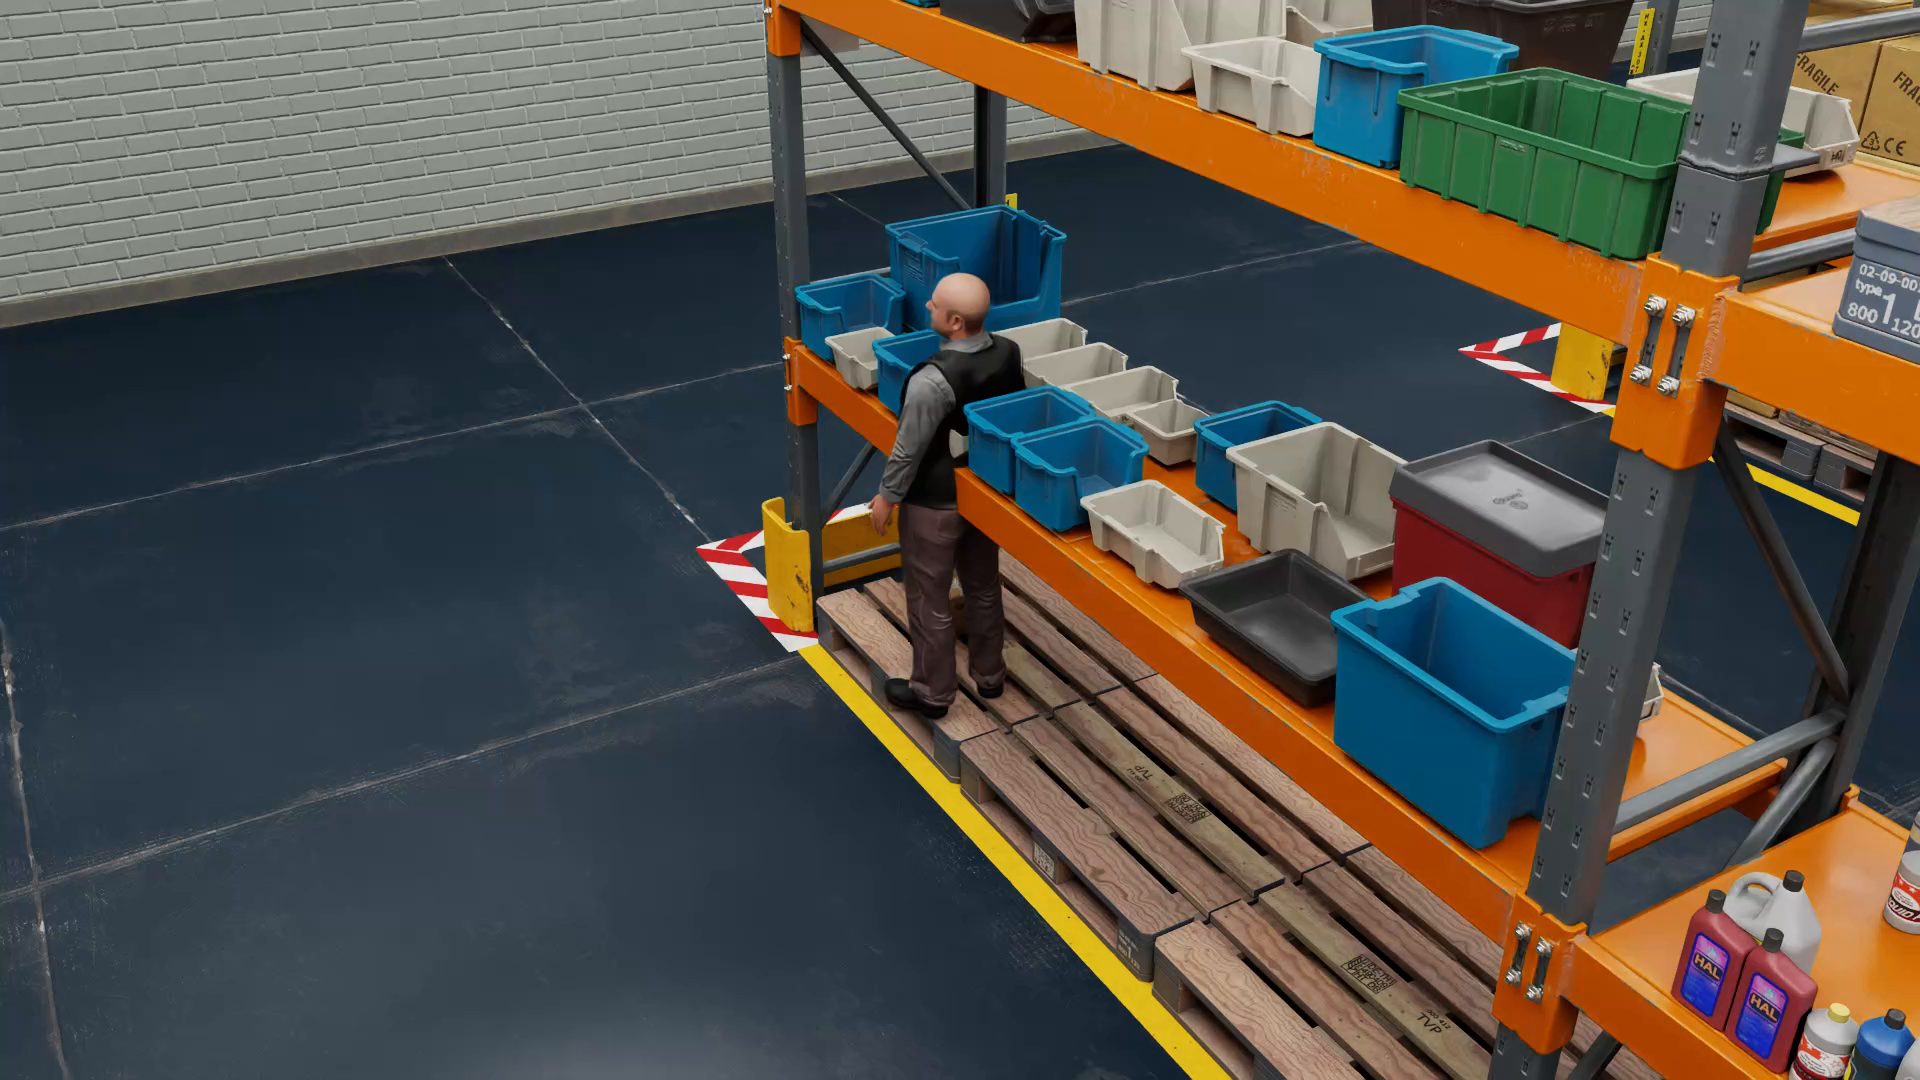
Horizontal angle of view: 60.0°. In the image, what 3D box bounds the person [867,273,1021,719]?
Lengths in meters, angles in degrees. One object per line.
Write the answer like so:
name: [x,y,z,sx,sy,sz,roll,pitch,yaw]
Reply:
person: [-0.040,-0.114,6.030,0.564,1.634,0.395,-24,37,-37]
